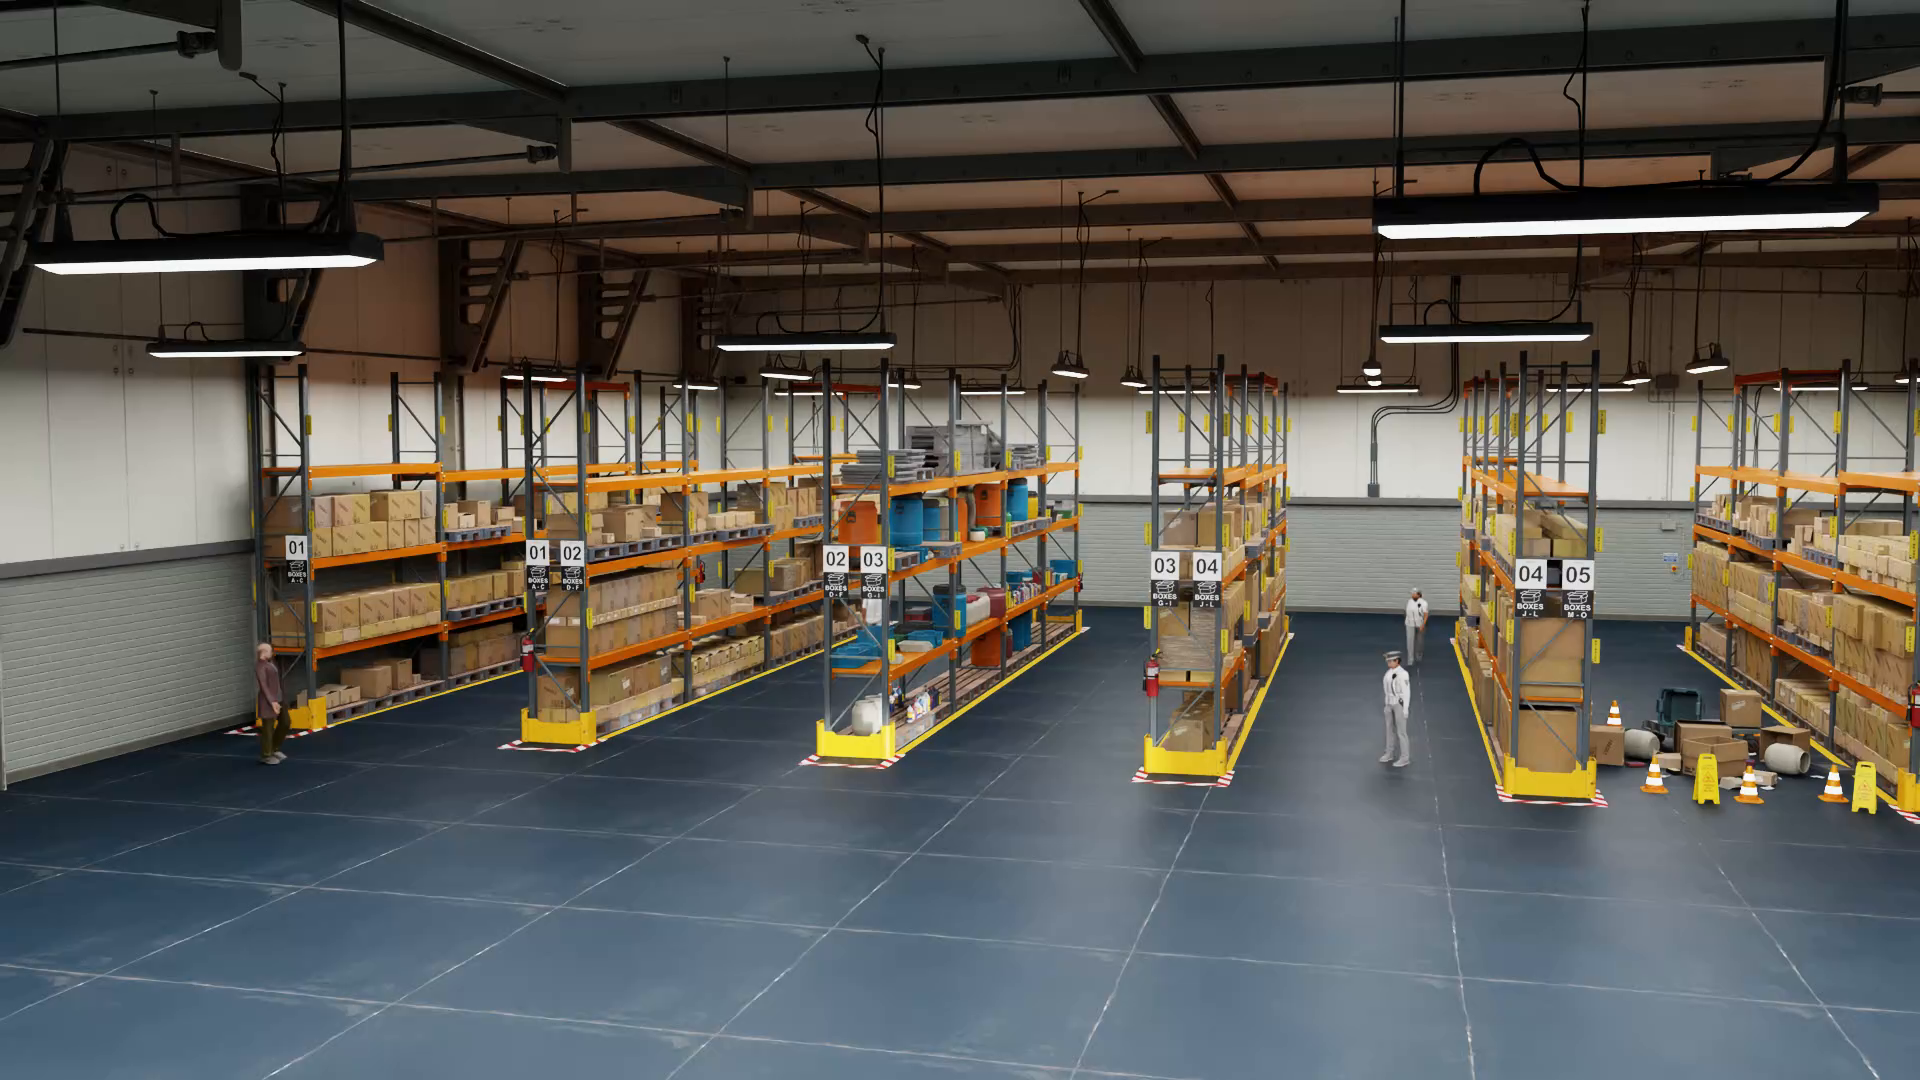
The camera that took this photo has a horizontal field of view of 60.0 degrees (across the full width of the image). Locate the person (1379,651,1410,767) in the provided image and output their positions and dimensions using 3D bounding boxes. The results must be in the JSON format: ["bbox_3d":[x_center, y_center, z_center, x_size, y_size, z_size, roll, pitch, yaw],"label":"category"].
[{"bbox_3d":[6.436,2.474,24.588,0.366,1.670,0.552,-1,4,-18],"label":"person"}]

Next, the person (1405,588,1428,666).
[{"bbox_3d":[9.513,1.799,34.674,0.465,1.615,0.981,1,4,13],"label":"person"}]

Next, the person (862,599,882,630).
[{"bbox_3d":[-1.781,1.710,34.963,0.554,1.717,0.817,1,4,11],"label":"person"}]

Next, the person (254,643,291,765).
[{"bbox_3d":[-10.202,2.416,24.671,0.575,1.785,0.651,1,4,11],"label":"person"}]
